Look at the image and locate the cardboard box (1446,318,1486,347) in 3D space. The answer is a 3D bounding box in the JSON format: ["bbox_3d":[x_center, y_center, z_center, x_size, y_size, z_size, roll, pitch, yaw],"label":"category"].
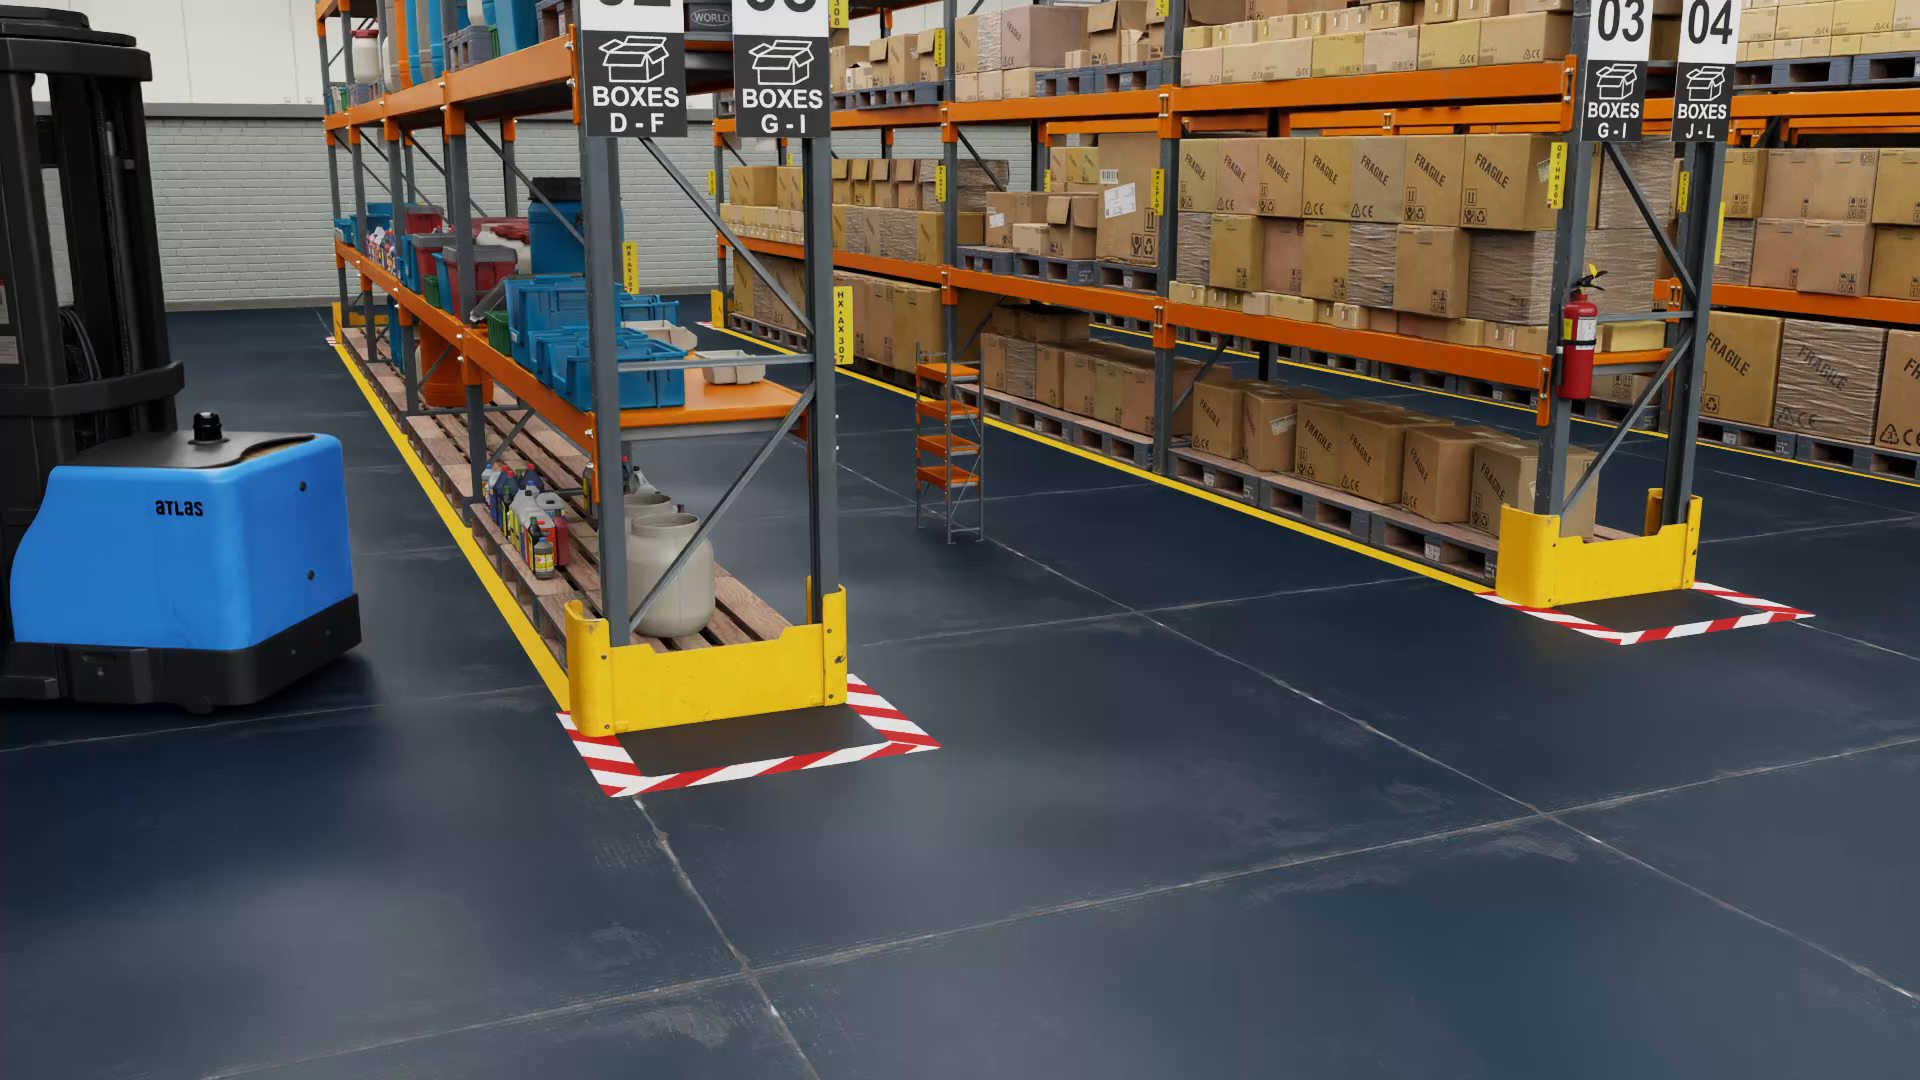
[{"bbox_3d":[2.982,-1.184,9.392,0.380,0.149,0.250,-6,14,-23],"label":"cardboard box"}]

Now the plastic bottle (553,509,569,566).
[{"bbox_3d":[-2.122,-0.016,8.833,0.061,0.283,0.133,-6,14,-23],"label":"plastic bottle"}]

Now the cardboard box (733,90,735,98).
[{"bbox_3d":[-2.619,-6.134,22.195,0.700,0.500,0.500,-7,15,-26],"label":"cardboard box"}]

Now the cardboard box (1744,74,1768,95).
[{"bbox_3d":[9.119,-5.496,19.652,0.797,0.503,0.637,-7,15,-26],"label":"cardboard box"}]

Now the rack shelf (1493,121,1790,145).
[{"bbox_3d":[8.607,-5.240,21.300,1.077,0.370,4.000,-6,14,-23],"label":"rack shelf"}]

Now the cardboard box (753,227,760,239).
[{"bbox_3d":[-2.420,-3.930,21.256,0.380,0.149,0.250,-6,14,-24],"label":"cardboard box"}]

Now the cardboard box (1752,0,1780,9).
[{"bbox_3d":[6.453,-4.244,13.036,0.380,0.149,0.250,-6,14,-23],"label":"cardboard box"}]

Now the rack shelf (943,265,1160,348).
[{"bbox_3d":[1.129,-2.057,14.200,1.077,0.370,4.000,-6,14,-23],"label":"rack shelf"}]

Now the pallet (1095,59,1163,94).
[{"bbox_3d":[1.780,-3.501,12.609,1.213,0.211,1.003,-6,14,-23],"label":"pallet"}]

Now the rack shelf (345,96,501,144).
[{"bbox_3d":[-5.012,-3.897,15.500,1.077,0.370,4.000,-6,14,-23],"label":"rack shelf"}]

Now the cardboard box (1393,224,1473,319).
[{"bbox_3d":[3.027,-1.570,9.620,0.875,0.500,0.500,-6,14,-23],"label":"cardboard box"}]

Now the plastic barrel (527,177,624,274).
[{"bbox_3d":[-2.485,-1.898,10.808,0.600,0.901,0.708,-6,14,-23],"label":"plastic barrel"}]

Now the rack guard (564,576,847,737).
[{"bbox_3d":[-1.079,0.486,7.162,1.175,0.500,0.348,-6,14,-23],"label":"rack guard"}]

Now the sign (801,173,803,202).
[{"bbox_3d":[-1.782,-4.057,19.151,0.100,0.325,0.005,-6,14,-23],"label":"sign"}]

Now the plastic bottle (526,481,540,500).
[{"bbox_3d":[-2.496,-0.209,9.694,0.097,0.271,0.097,0,13,0],"label":"plastic bottle"}]

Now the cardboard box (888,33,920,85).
[{"bbox_3d":[-0.409,-4.825,16.760,0.500,0.500,0.500,-5,14,-20],"label":"cardboard box"}]

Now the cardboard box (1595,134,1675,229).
[{"bbox_3d":[3.562,-1.987,9.203,0.500,0.500,0.500,-6,14,-23],"label":"cardboard box"}]

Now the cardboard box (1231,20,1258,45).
[{"bbox_3d":[2.037,-3.375,11.095,0.380,0.149,0.250,-6,14,-23],"label":"cardboard box"}]

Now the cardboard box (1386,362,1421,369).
[{"bbox_3d":[5.074,-2.222,17.378,1.050,0.750,0.750,-6,14,-24],"label":"cardboard box"}]

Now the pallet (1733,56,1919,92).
[{"bbox_3d":[6.833,-3.669,13.117,1.003,0.211,1.213,-6,14,-23],"label":"pallet"}]

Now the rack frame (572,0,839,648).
[{"bbox_3d":[-1.006,-0.720,6.830,1.000,3.000,0.127,-6,14,-23],"label":"rack frame"}]

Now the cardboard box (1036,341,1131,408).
[{"bbox_3d":[1.082,-1.451,14.553,0.700,0.500,0.500,-4,14,-18],"label":"cardboard box"}]

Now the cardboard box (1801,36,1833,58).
[{"bbox_3d":[6.654,-3.751,12.676,0.380,0.149,0.250,-6,14,-24],"label":"cardboard box"}]

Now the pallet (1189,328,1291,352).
[{"bbox_3d":[3.624,-2.555,20.941,1.003,0.211,1.213,-6,14,-23],"label":"pallet"}]

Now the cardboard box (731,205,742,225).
[{"bbox_3d":[-2.718,-4.315,22.034,0.500,0.250,0.500,-6,14,-24],"label":"cardboard box"}]

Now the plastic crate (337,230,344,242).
[{"bbox_3d":[-7.293,-3.632,19.863,0.250,0.136,0.298,-6,14,-23],"label":"plastic crate"}]

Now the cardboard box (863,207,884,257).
[{"bbox_3d":[-0.705,-3.265,17.601,0.500,0.500,0.500,-5,14,-22],"label":"cardboard box"}]

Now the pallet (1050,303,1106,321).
[{"bbox_3d":[2.032,-3.355,24.399,1.003,0.211,1.213,-6,14,-23],"label":"pallet"}]

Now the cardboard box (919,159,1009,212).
[{"bbox_3d":[0.050,-3.511,16.439,0.797,0.503,0.637,-5,14,-21],"label":"cardboard box"}]

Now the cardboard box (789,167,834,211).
[{"bbox_3d":[-1.704,-4.155,19.680,0.500,0.500,0.500,-5,14,-21],"label":"cardboard box"}]

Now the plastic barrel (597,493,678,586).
[{"bbox_3d":[-1.540,0.054,8.069,0.421,0.512,0.421,0,13,0],"label":"plastic barrel"}]

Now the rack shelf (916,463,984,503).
[{"bbox_3d":[-0.066,-0.360,10.442,0.258,0.148,0.480,-6,14,-23],"label":"rack shelf"}]

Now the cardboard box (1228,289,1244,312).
[{"bbox_3d":[2.063,-1.647,11.393,0.380,0.149,0.250,-6,14,-23],"label":"cardboard box"}]

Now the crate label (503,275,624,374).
[{"bbox_3d":[-1.991,-1.094,8.364,0.502,0.435,0.616,-6,14,-23],"label":"crate label"}]

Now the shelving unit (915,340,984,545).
[{"bbox_3d":[-0.066,-0.619,10.382,0.258,1.200,0.503,-6,14,-23],"label":"shelving unit"}]

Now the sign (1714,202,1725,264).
[{"bbox_3d":[4.030,-1.639,8.877,0.100,0.325,0.005,-6,14,-23],"label":"sign"}]

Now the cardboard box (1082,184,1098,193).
[{"bbox_3d":[2.057,-4.766,23.428,0.500,0.500,0.500,-5,14,-22],"label":"cardboard box"}]

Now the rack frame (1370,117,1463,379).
[{"bbox_3d":[4.913,-3.248,17.750,1.000,3.000,0.127,-6,14,-23],"label":"rack frame"}]

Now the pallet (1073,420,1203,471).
[{"bbox_3d":[1.617,-0.796,13.343,1.003,0.211,1.213,-6,14,-23],"label":"pallet"}]

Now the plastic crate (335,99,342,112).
[{"bbox_3d":[-6.671,-4.761,18.221,0.293,0.136,0.466,-6,14,-23],"label":"plastic crate"}]

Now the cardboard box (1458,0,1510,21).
[{"bbox_3d":[2.928,-2.891,9.003,0.380,0.149,0.250,-6,14,-25],"label":"cardboard box"}]

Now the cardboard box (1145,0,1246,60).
[{"bbox_3d":[1.833,-3.817,12.395,0.797,0.503,0.637,-6,14,-26],"label":"cardboard box"}]

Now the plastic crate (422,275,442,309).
[{"bbox_3d":[-3.564,-1.778,11.869,0.450,0.188,0.662,-6,14,-23],"label":"plastic crate"}]

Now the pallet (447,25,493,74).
[{"bbox_3d":[-2.230,-2.776,9.478,1.213,0.211,1.003,-6,14,-23],"label":"pallet"}]

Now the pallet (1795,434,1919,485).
[{"bbox_3d":[7.241,-0.646,12.694,1.003,0.211,1.213,-6,14,-23],"label":"pallet"}]

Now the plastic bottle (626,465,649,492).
[{"bbox_3d":[-1.880,-0.257,9.728,0.144,0.351,0.185,-6,14,-23],"label":"plastic bottle"}]

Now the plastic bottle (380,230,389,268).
[{"bbox_3d":[-5.374,-2.733,15.634,0.144,0.351,0.185,-6,14,-23],"label":"plastic bottle"}]

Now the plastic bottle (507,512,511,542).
[{"bbox_3d":[-2.497,-0.094,9.354,0.097,0.201,0.097,0,13,0],"label":"plastic bottle"}]

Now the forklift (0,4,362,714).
[{"bbox_3d":[-4.417,-0.818,7.406,3.031,2.935,1.130,2,13,8],"label":"forklift"}]

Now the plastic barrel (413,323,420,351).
[{"bbox_3d":[-4.874,-1.736,15.634,0.600,0.588,0.708,-6,14,-23],"label":"plastic barrel"}]

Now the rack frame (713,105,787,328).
[{"bbox_3d":[-2.877,-4.473,23.046,1.000,3.000,0.127,-6,14,-23],"label":"rack frame"}]

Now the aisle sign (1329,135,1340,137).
[{"bbox_3d":[5.909,-6.624,26.571,0.394,0.787,0.004,-6,14,-23],"label":"aisle sign"}]

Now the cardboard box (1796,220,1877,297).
[{"bbox_3d":[7.024,-2.185,12.828,0.875,0.550,0.550,-6,14,-23],"label":"cardboard box"}]

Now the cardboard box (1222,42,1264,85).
[{"bbox_3d":[2.092,-3.158,11.041,0.500,0.250,0.500,-6,14,-23],"label":"cardboard box"}]
